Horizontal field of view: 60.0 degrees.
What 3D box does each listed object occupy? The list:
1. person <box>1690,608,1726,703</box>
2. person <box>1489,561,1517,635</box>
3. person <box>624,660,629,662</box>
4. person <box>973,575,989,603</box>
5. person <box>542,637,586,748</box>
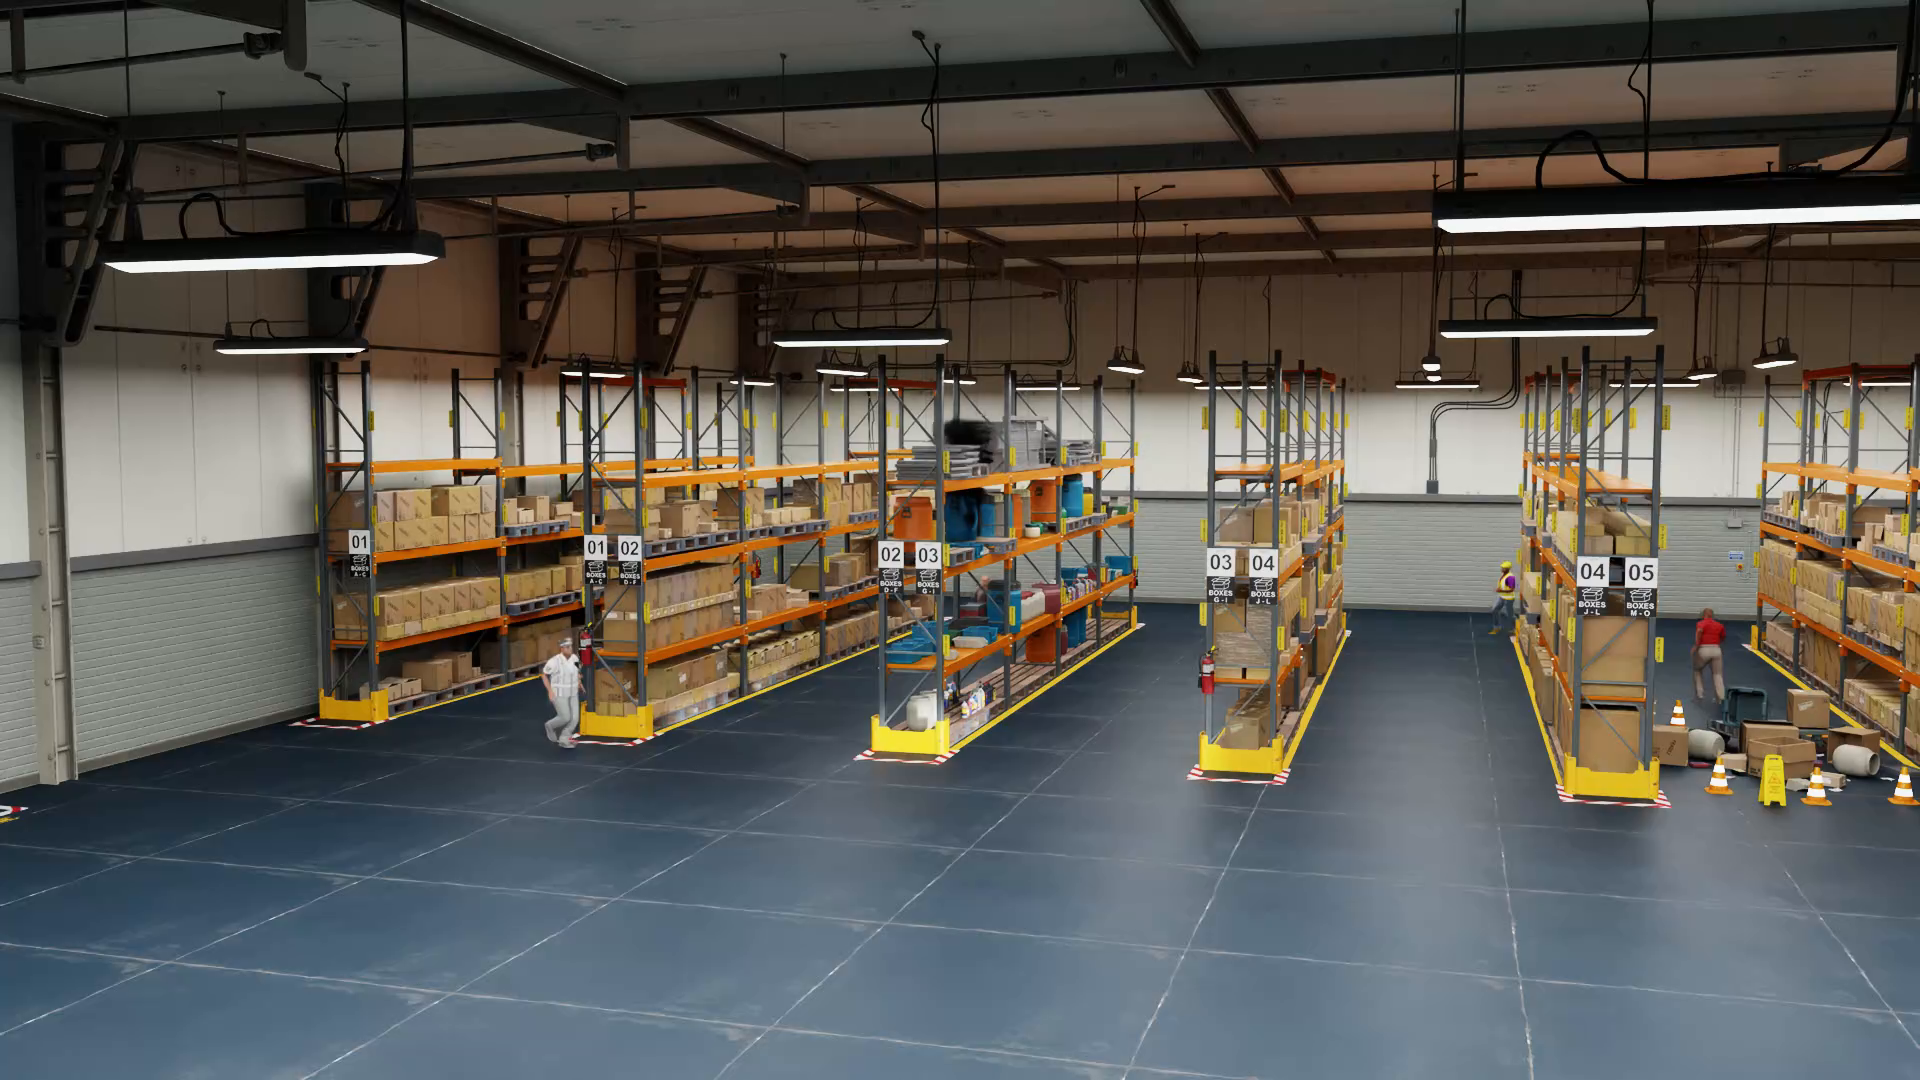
[{"bbox_3d":[13.257,2.072,29.430,0.657,1.705,0.998,0,4,5],"label":"person"},{"bbox_3d":[12.721,1.379,38.657,0.792,1.780,0.714,-1,4,-8],"label":"person"},{"bbox_3d":[-6.068,1.882,31.205,0.683,1.757,0.668,1,4,11],"label":"person"},{"bbox_3d":[0.479,1.607,35.153,0.740,1.732,0.965,4,5,42],"label":"person"},{"bbox_3d":[-6.046,2.329,25.391,0.635,1.717,0.650,4,6,44],"label":"person"}]
